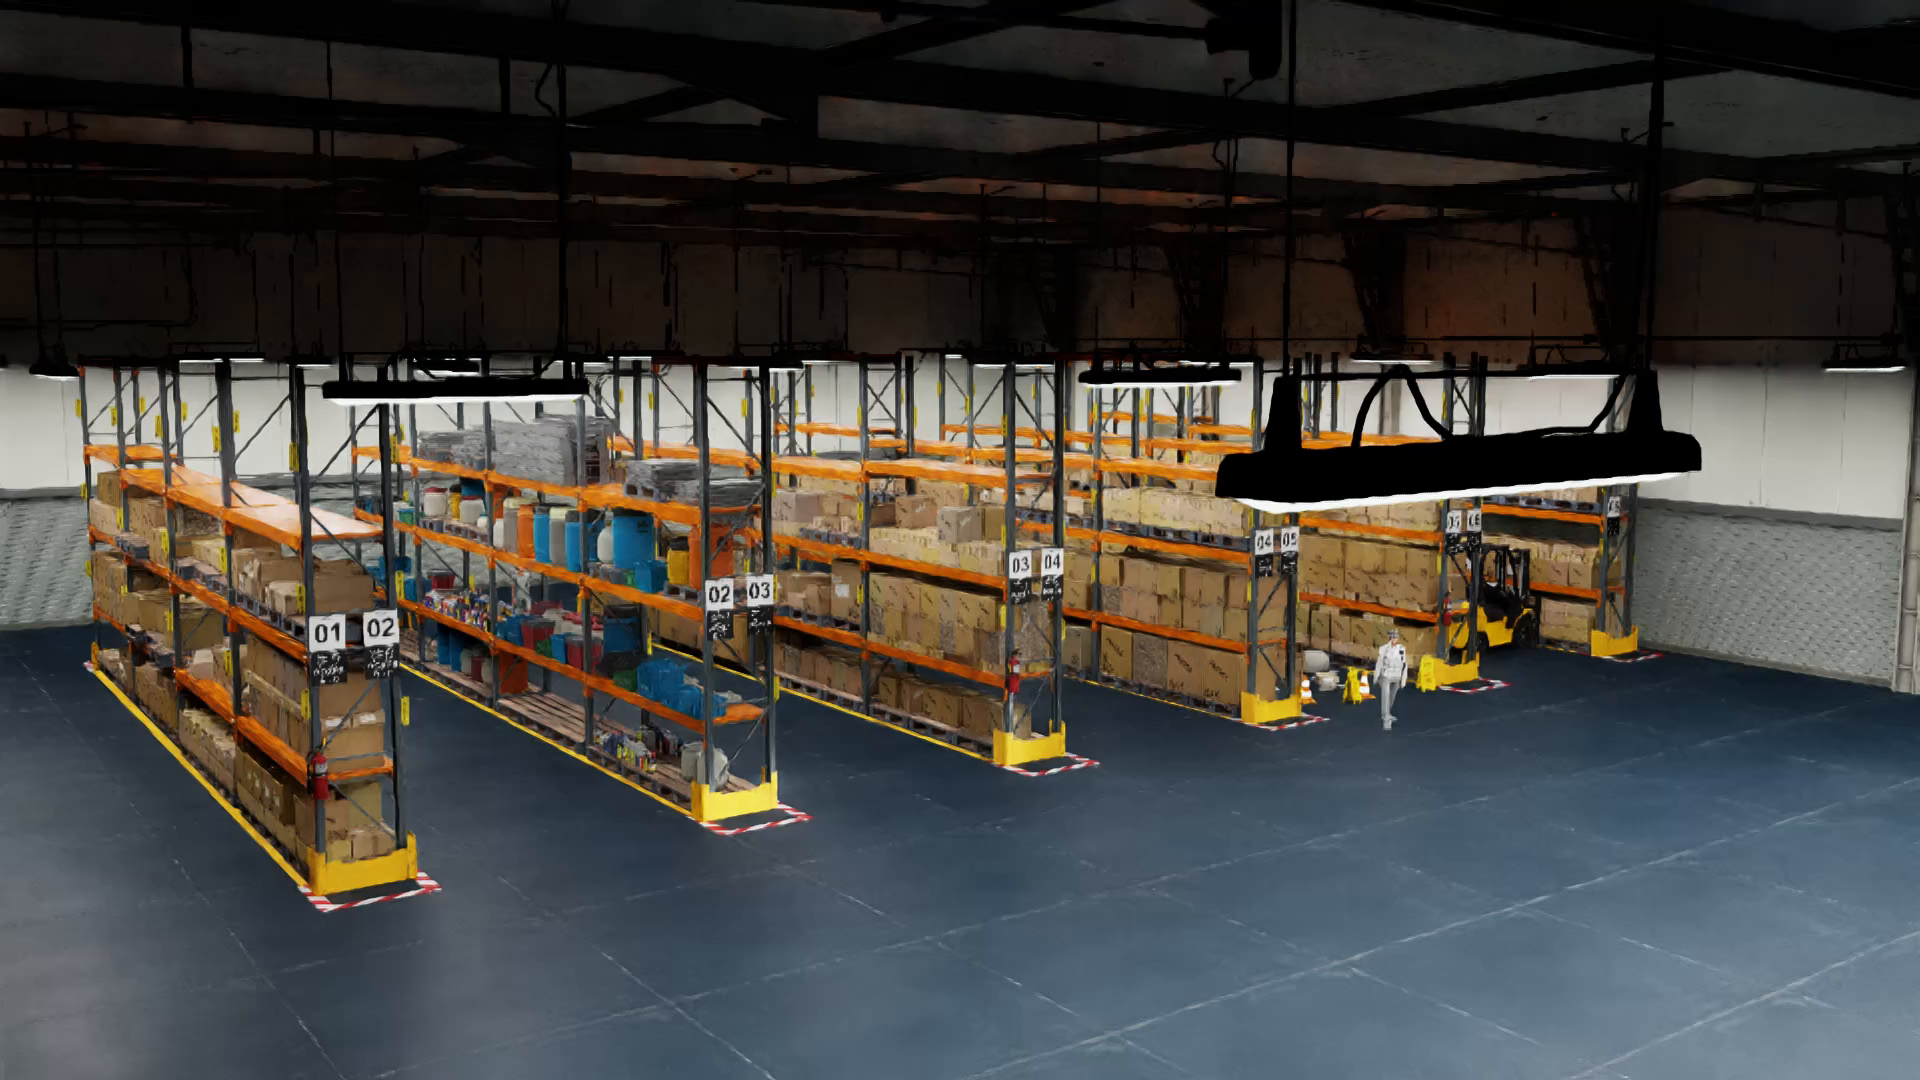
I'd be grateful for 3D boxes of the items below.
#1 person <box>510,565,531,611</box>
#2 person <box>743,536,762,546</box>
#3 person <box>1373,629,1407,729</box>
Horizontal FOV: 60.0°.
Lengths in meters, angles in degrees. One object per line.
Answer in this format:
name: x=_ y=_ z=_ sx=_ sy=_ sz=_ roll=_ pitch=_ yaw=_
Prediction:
person: x=-9.414 y=1.207 z=35.656 sx=0.446 sy=1.590 sz=1.110 roll=-5 pitch=8 yaw=-33
person: x=-5.117 y=0.422 z=41.544 sx=0.576 sy=1.774 sz=0.572 roll=0 pitch=7 yaw=0
person: x=7.049 y=2.235 z=27.132 sx=0.521 sy=1.623 sz=0.912 roll=-1 pitch=7 yaw=-7
